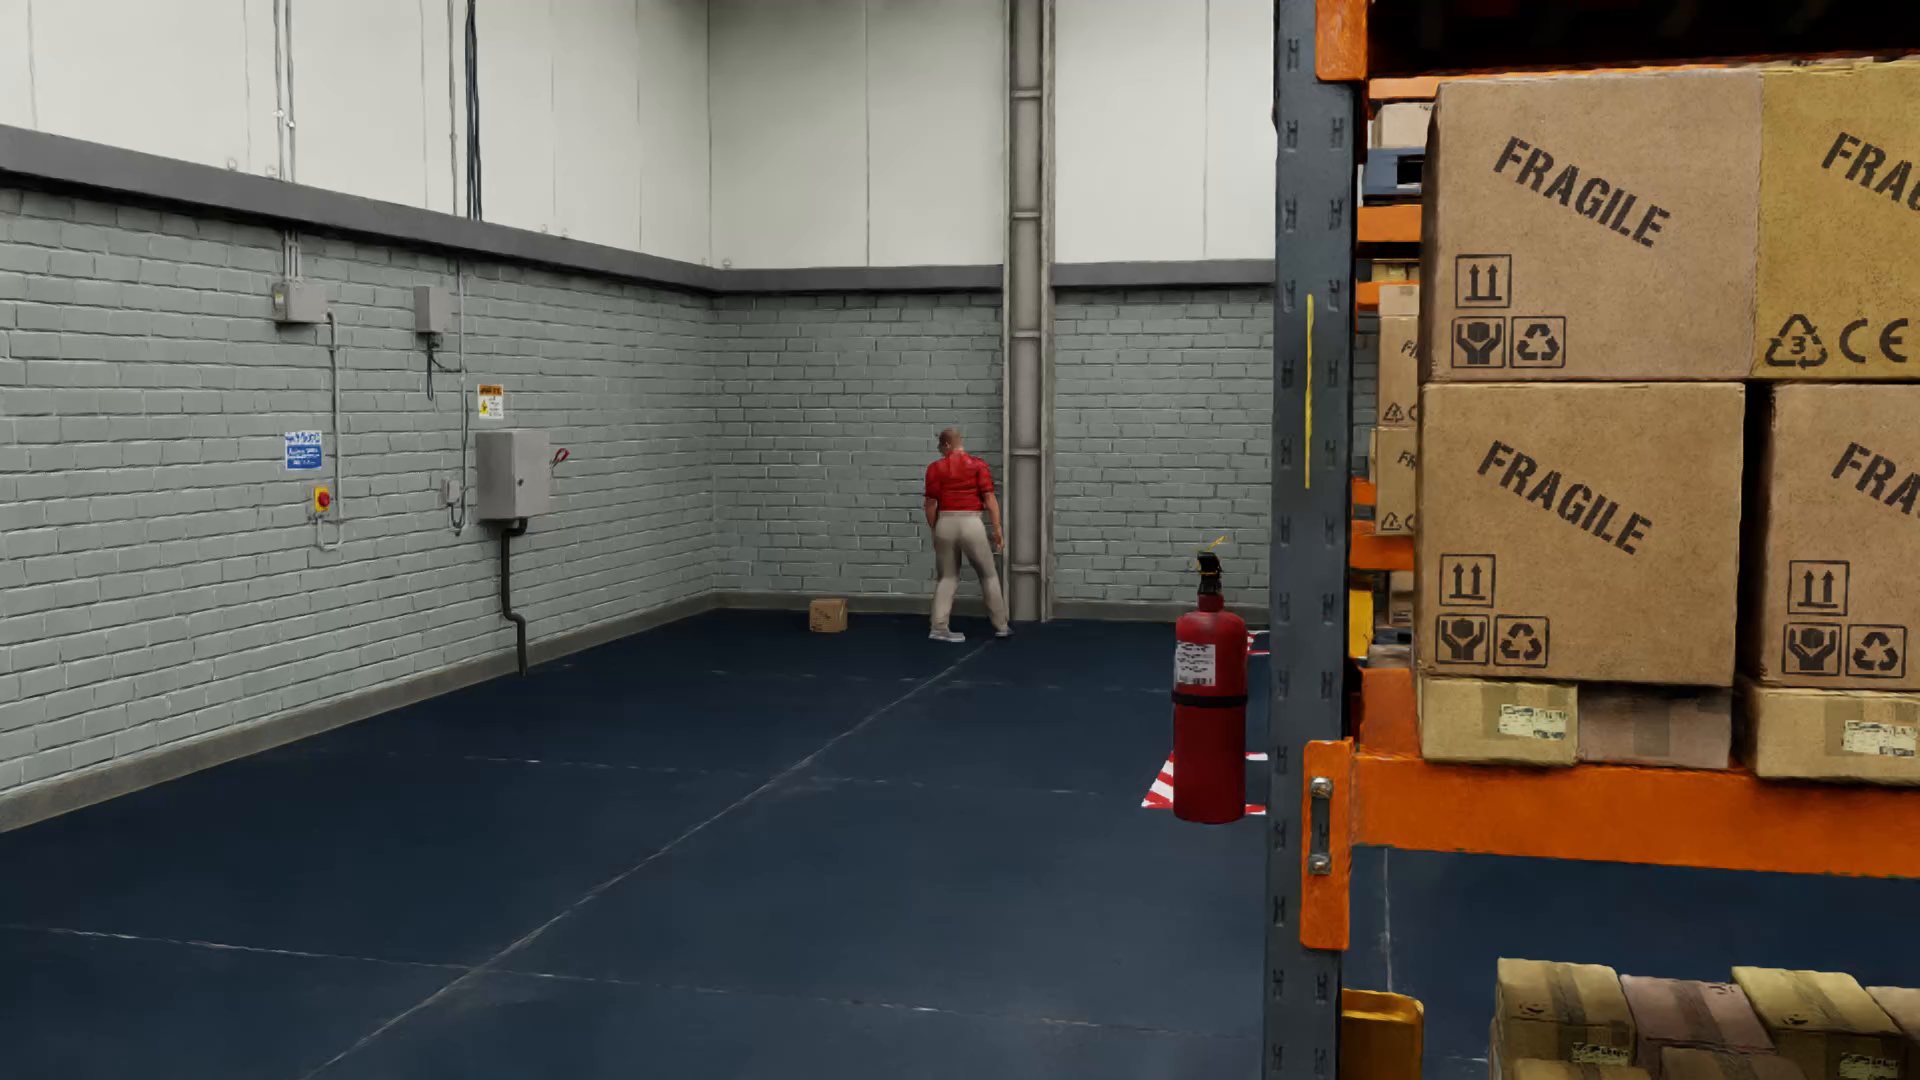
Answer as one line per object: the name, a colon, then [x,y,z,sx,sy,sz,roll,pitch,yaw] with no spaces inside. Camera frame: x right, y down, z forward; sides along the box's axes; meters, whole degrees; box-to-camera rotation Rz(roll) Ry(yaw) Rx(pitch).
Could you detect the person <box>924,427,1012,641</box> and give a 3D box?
person: [0.065,-0.045,13.385,0.661,1.720,0.566,1,5,14]
